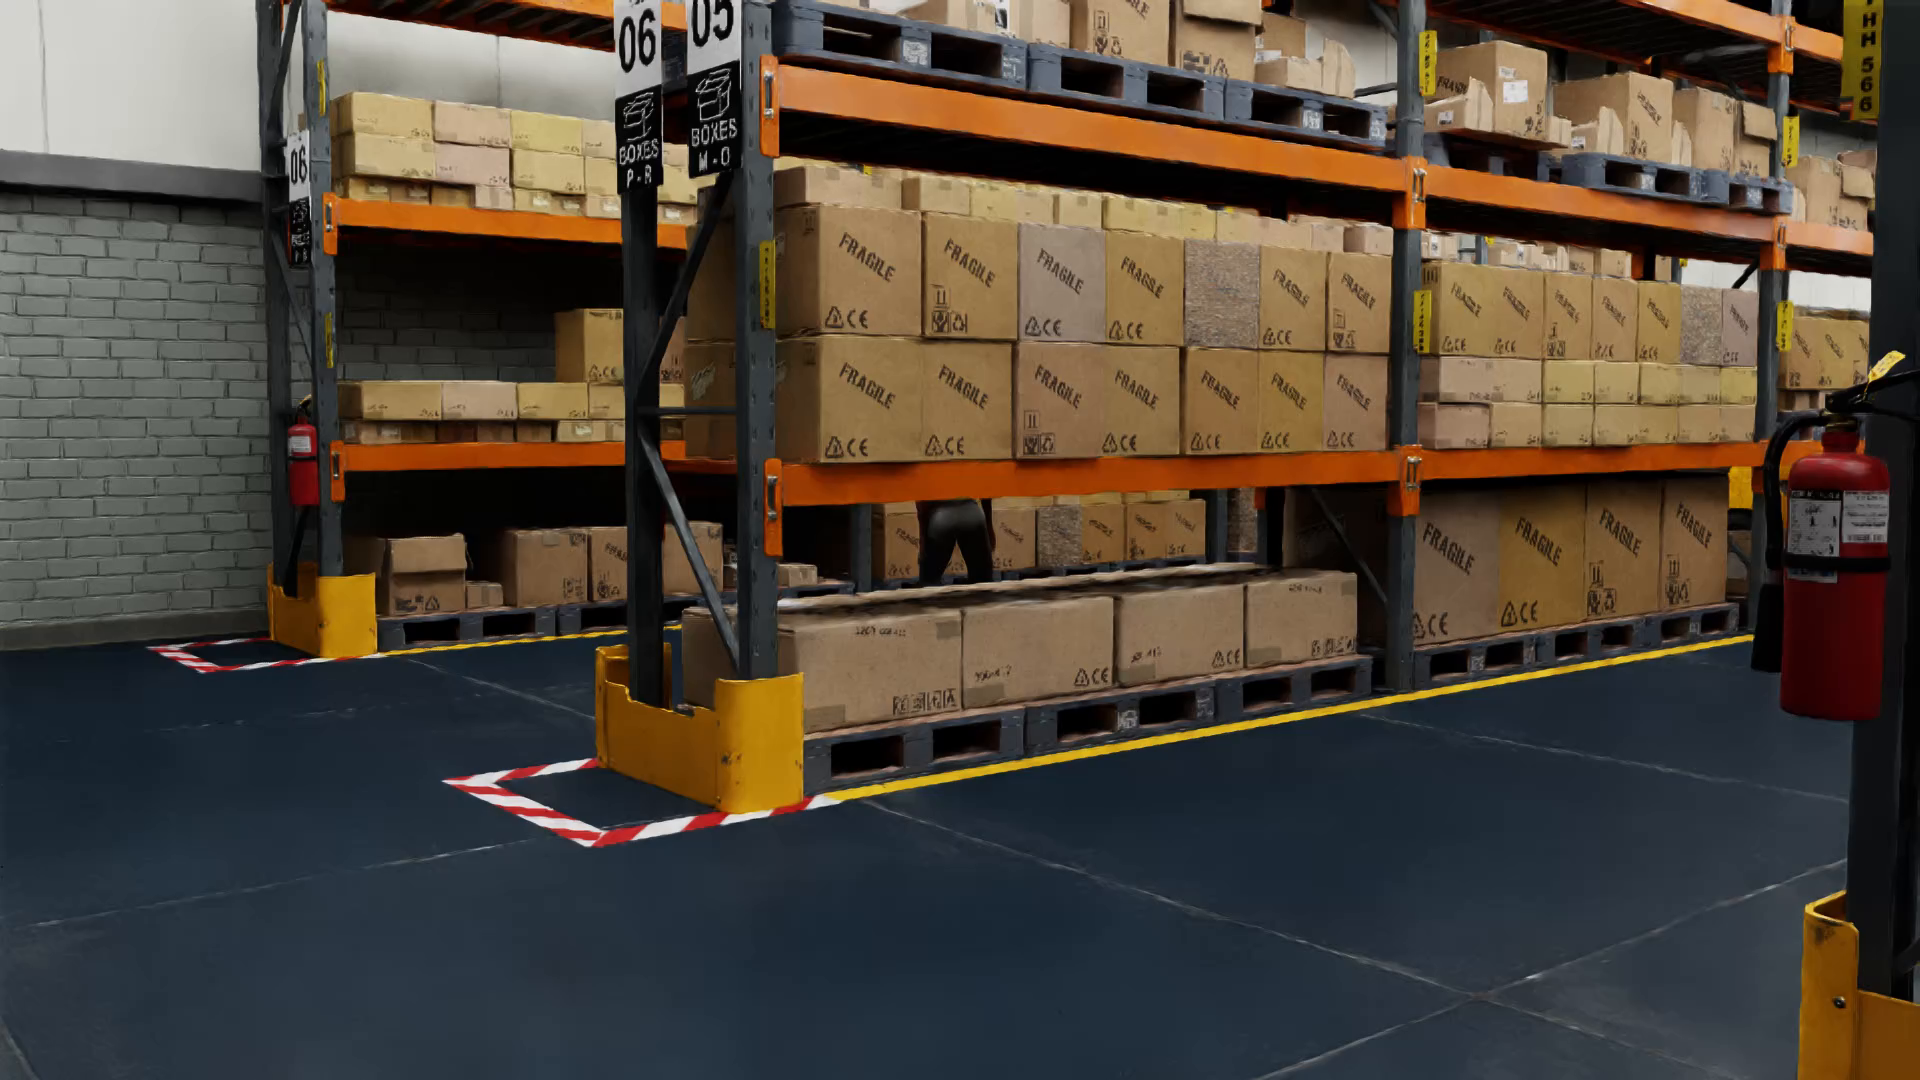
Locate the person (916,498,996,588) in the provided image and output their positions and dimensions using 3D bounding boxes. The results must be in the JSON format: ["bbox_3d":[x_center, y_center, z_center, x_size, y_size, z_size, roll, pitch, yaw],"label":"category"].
[{"bbox_3d":[-0.007,-0.059,9.644,0.554,1.632,0.445,-2,5,-20],"label":"person"}]
